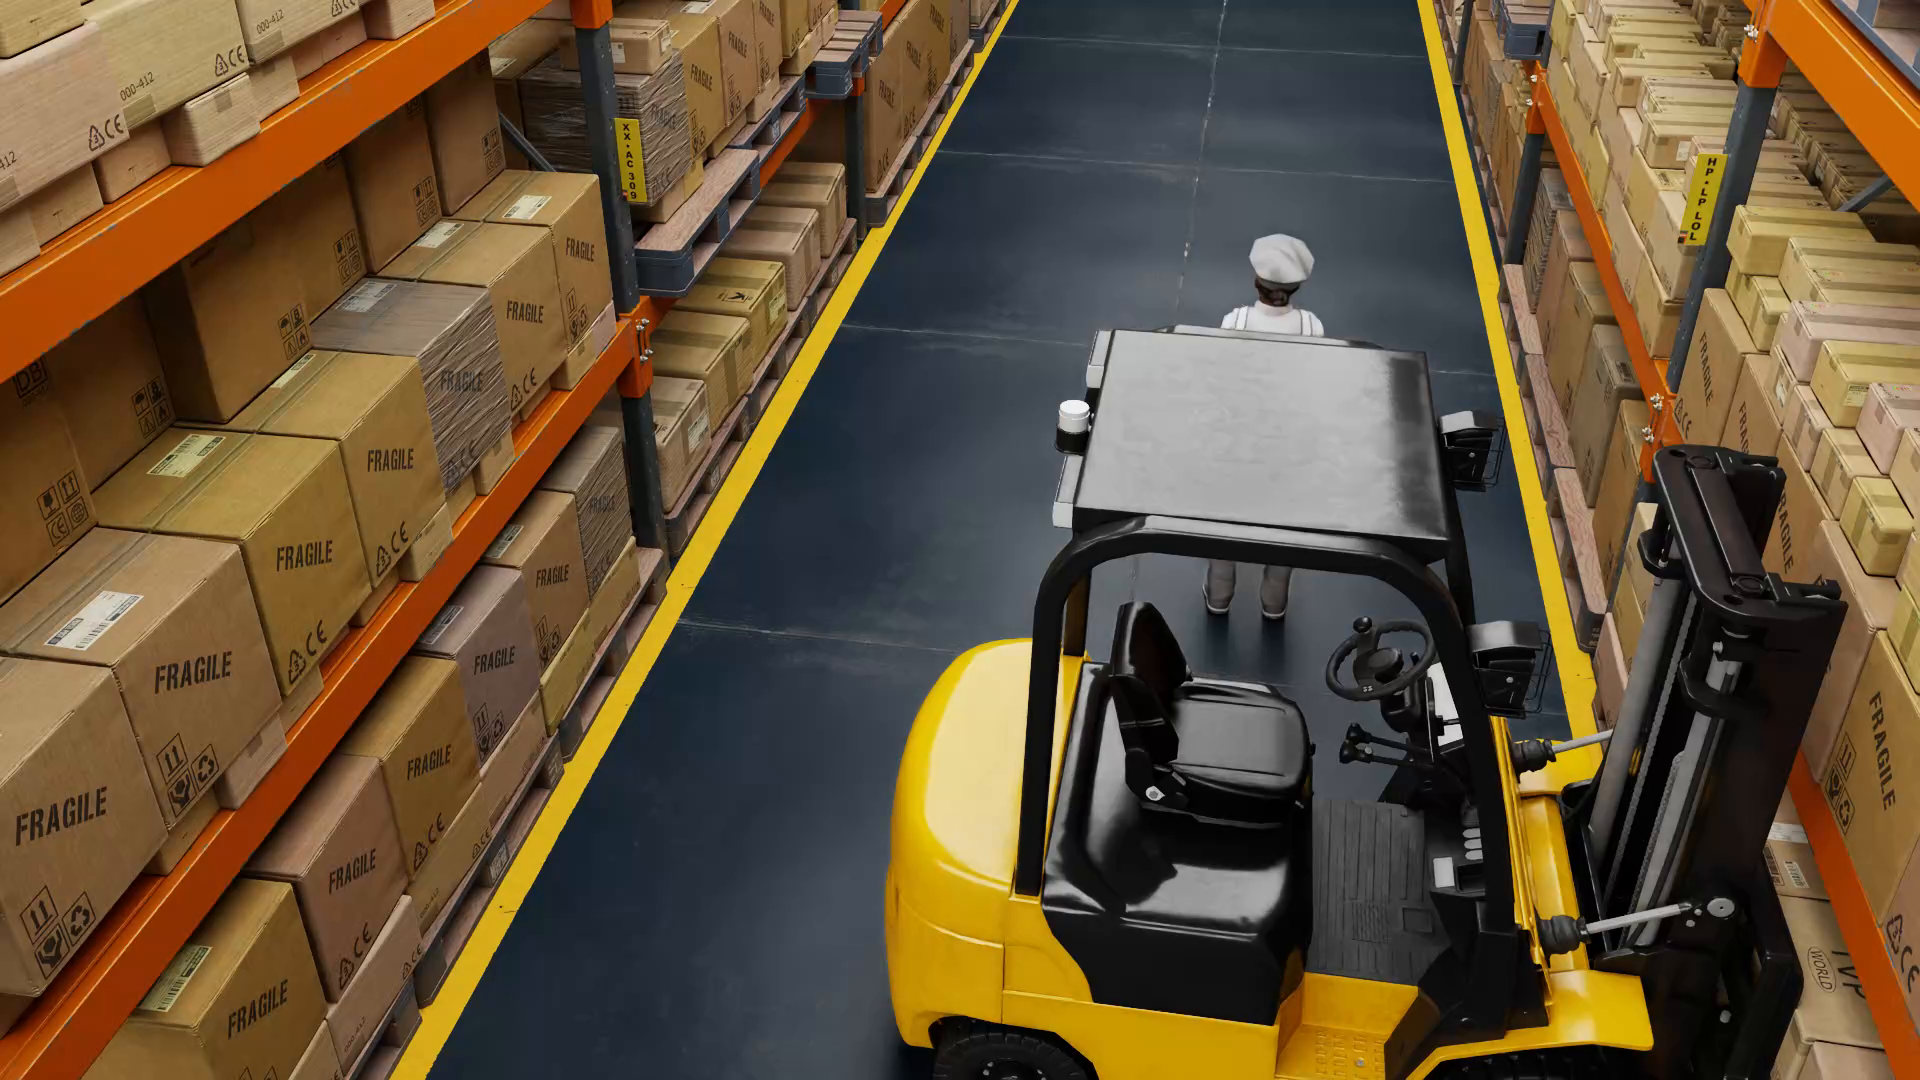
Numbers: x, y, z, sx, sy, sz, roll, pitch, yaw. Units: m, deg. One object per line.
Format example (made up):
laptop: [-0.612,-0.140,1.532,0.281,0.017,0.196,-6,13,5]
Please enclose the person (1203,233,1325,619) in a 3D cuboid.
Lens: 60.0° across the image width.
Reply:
person: [1.244,-0.474,6.862,0.423,1.691,0.521,5,33,7]
